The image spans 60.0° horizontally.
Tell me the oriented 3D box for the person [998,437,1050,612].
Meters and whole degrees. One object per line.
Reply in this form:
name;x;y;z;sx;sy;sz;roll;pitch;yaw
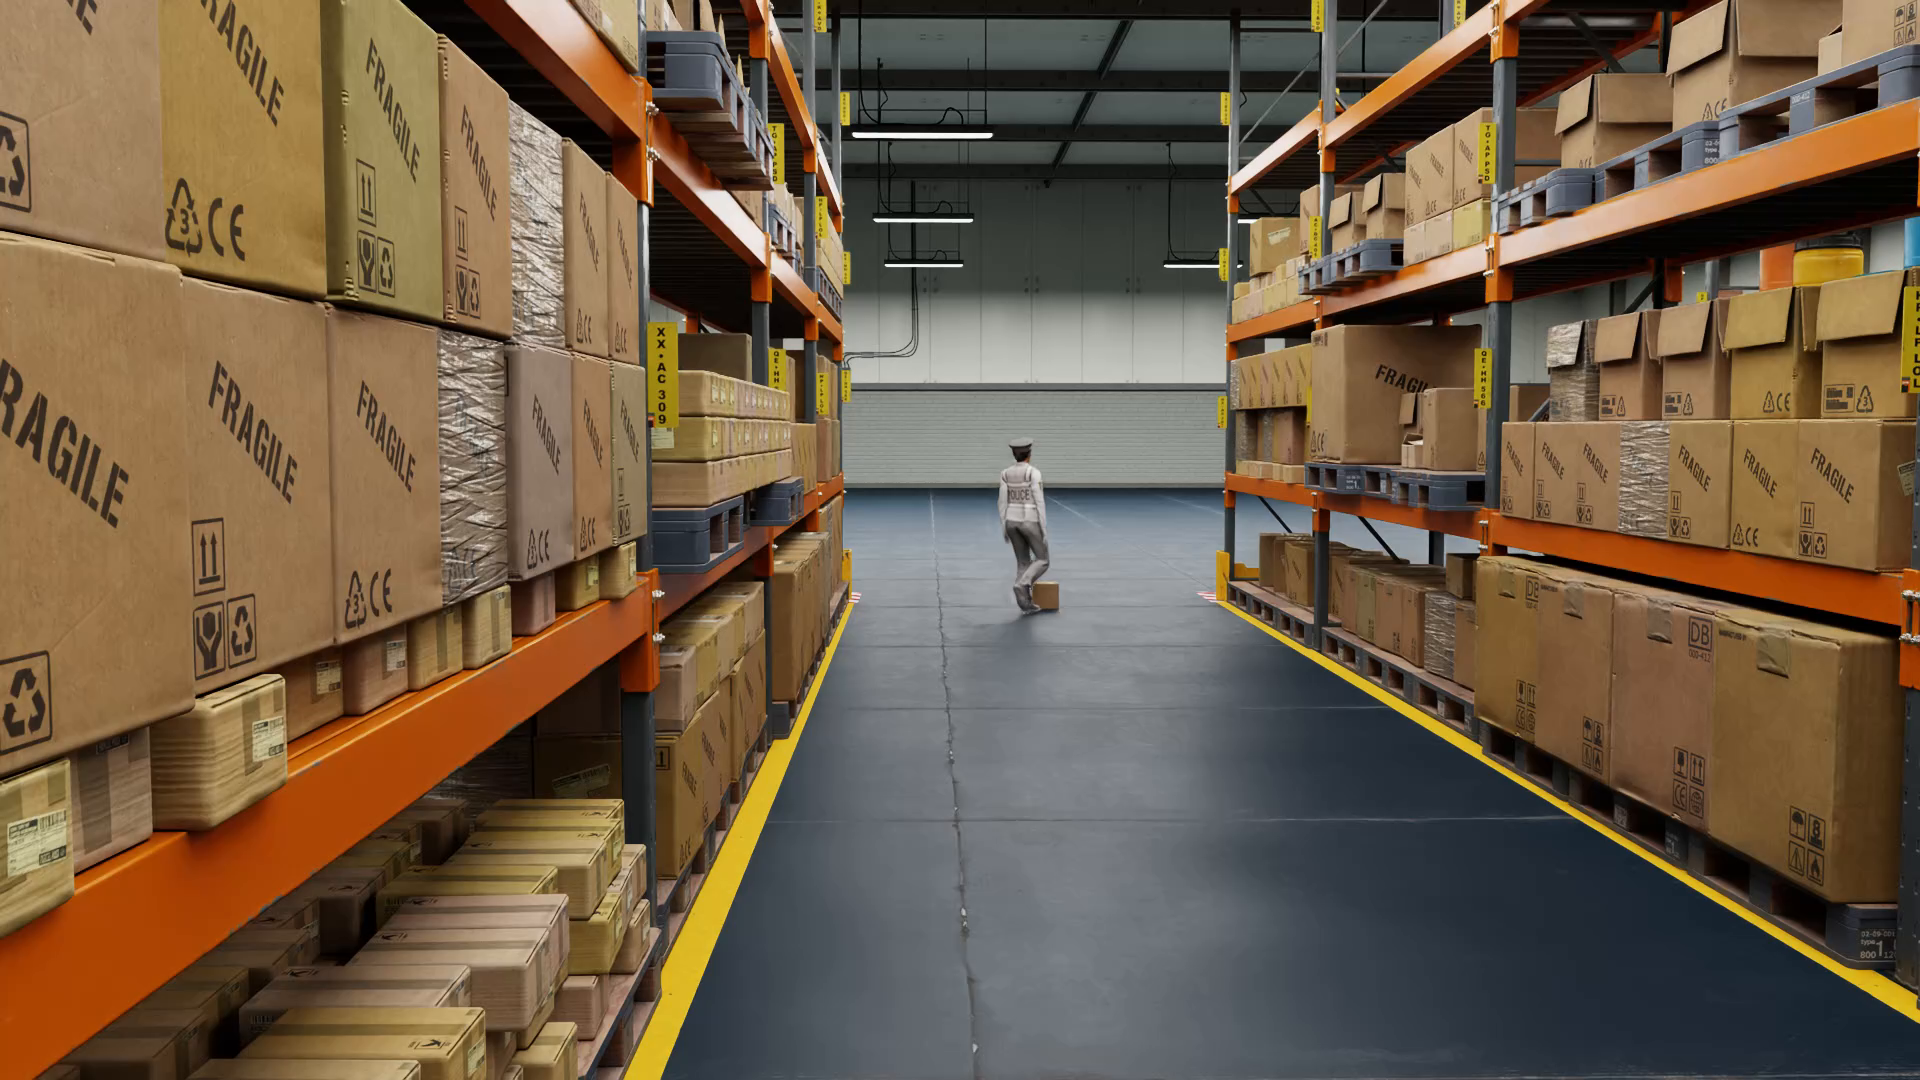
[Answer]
person;0.595;-0.140;15.693;0.510;1.671;0.573;3;5;36
